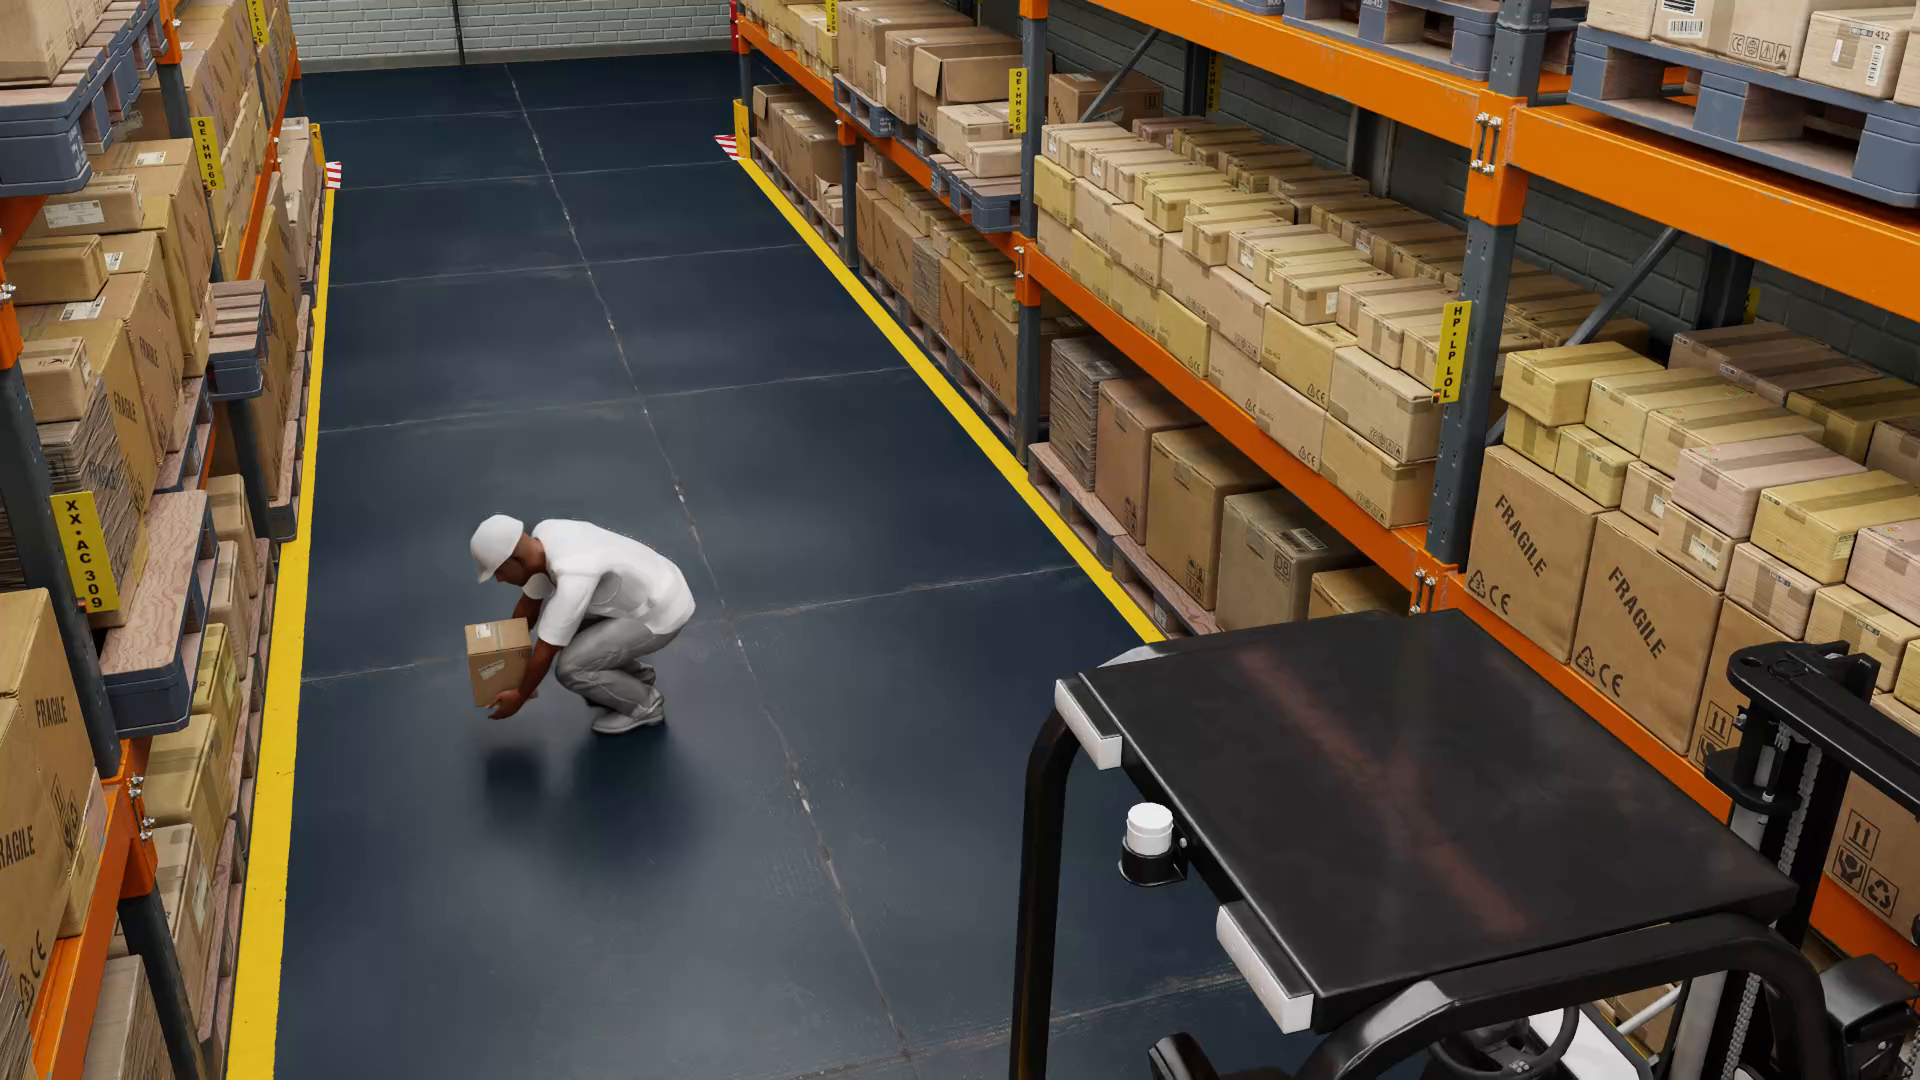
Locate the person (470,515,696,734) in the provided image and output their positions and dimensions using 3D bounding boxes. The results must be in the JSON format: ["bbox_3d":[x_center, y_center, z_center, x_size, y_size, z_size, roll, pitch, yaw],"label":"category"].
[{"bbox_3d":[-1.541,0.310,6.823,0.898,1.008,0.583,-8,27,-16],"label":"person"}]
